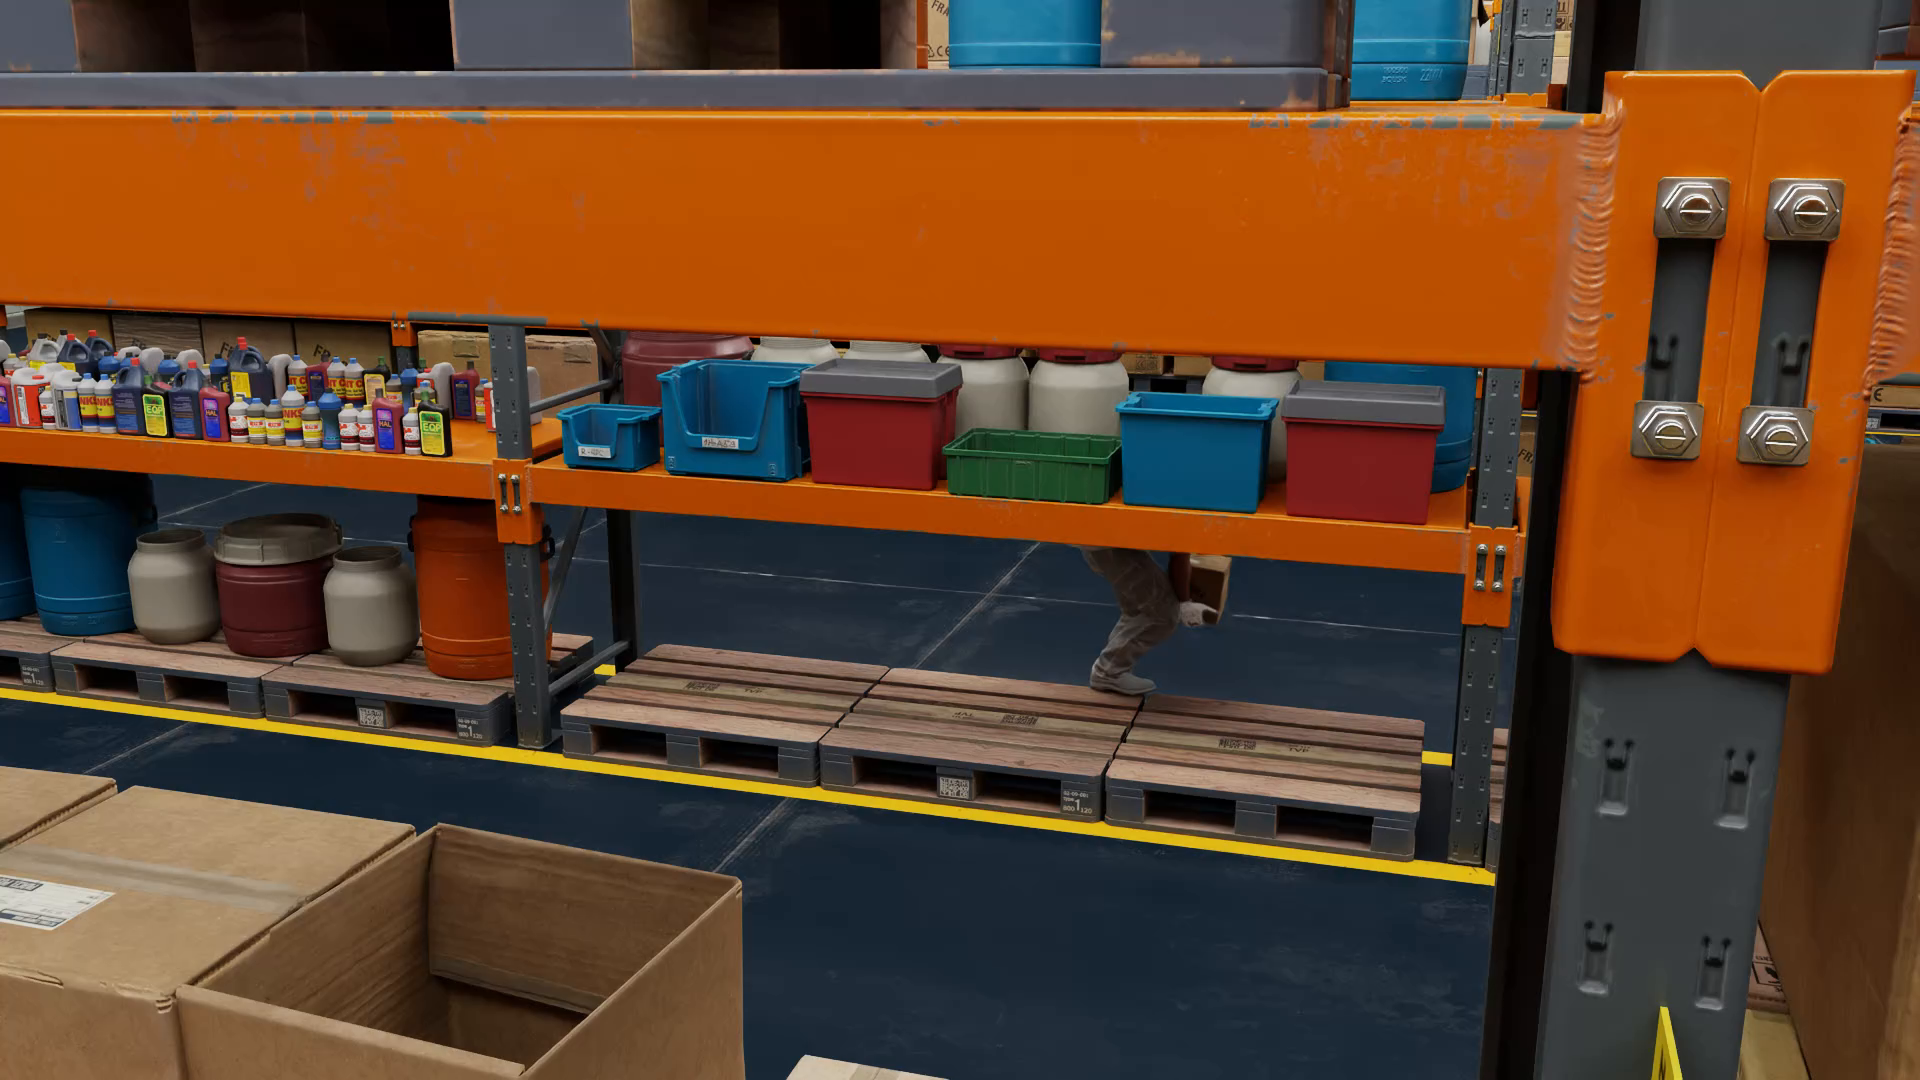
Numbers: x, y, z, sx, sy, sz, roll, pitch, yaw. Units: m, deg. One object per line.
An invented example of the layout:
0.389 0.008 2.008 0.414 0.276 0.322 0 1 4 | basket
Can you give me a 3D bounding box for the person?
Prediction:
0.930 0.154 7.493 0.862 1.474 0.505 4 15 15 | person
